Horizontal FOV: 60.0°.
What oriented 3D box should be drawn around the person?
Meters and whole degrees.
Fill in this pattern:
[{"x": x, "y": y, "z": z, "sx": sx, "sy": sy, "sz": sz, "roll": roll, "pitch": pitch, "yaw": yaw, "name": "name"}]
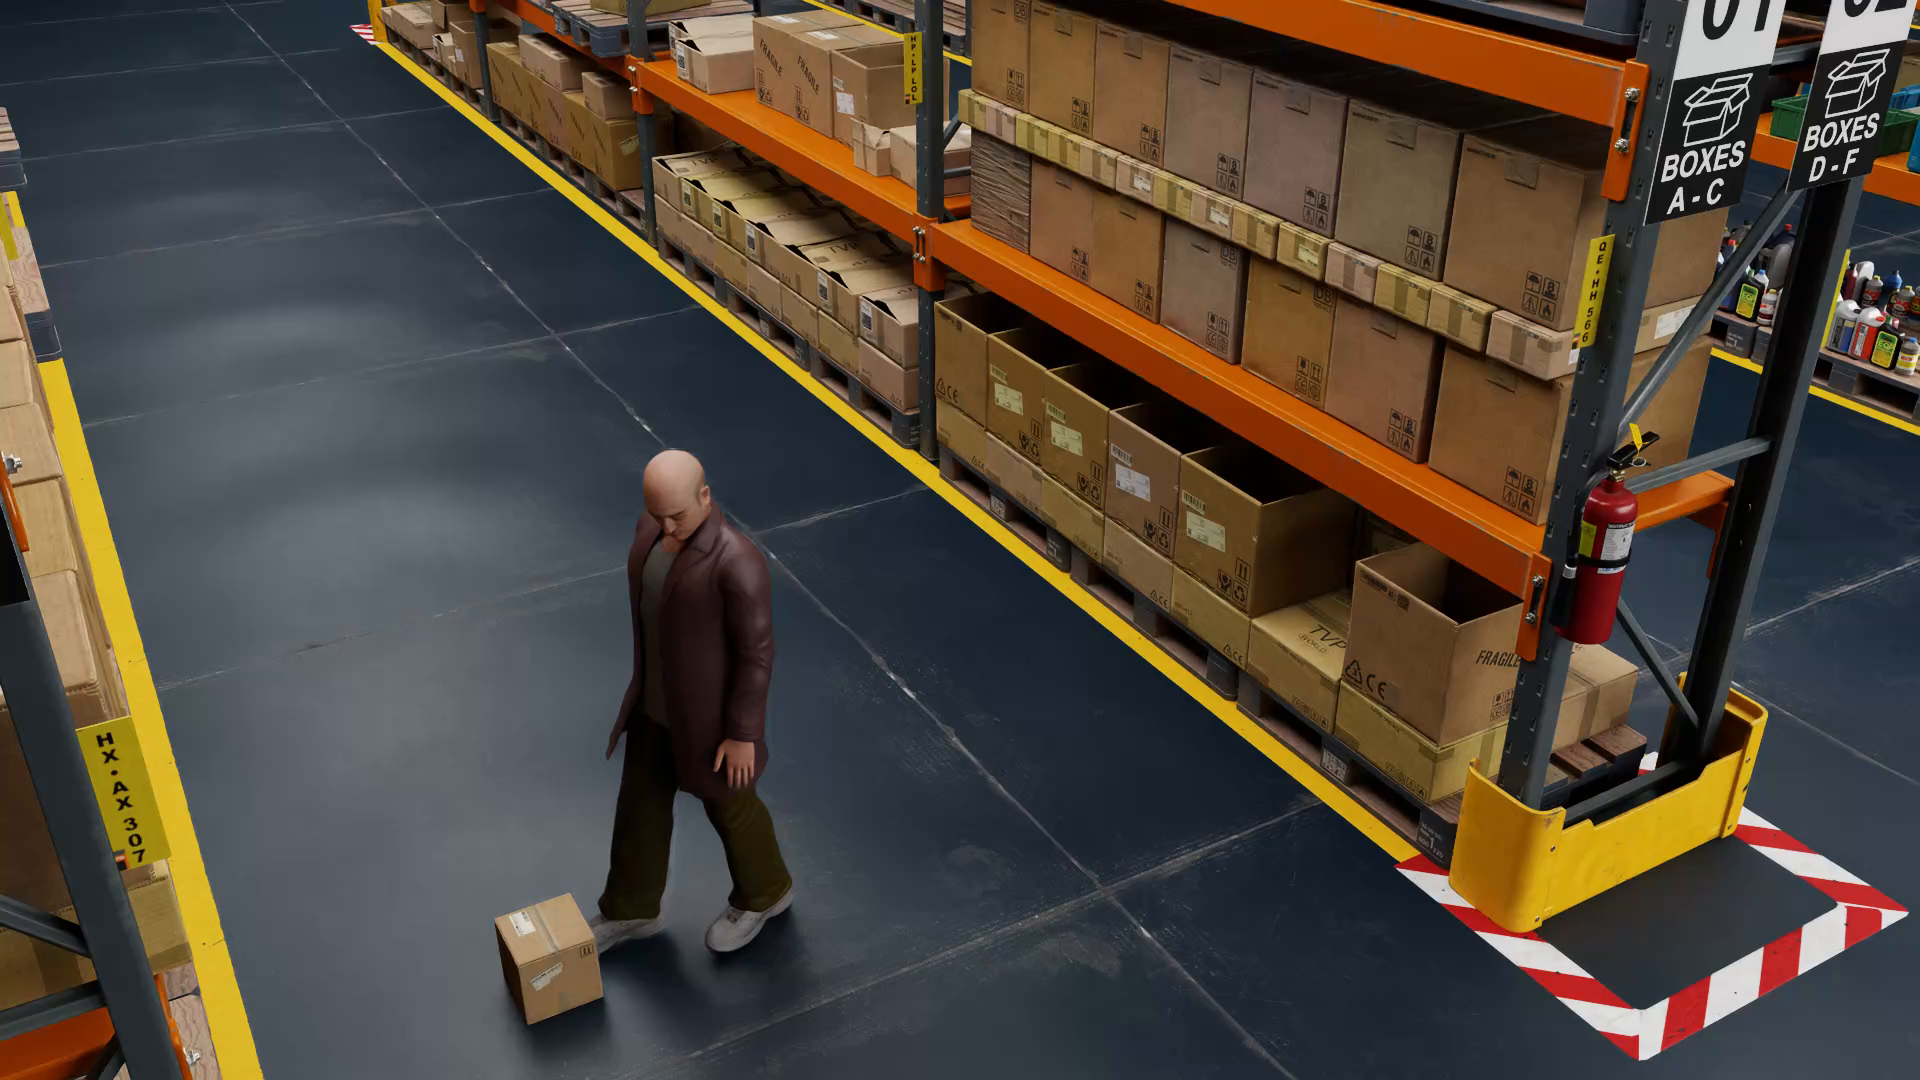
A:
[{"x": -0.893, "y": 0.552, "z": 5.093, "sx": 0.631, "sy": 1.764, "sz": 0.739, "roll": 25, "pitch": 37, "yaw": 38, "name": "person"}]
